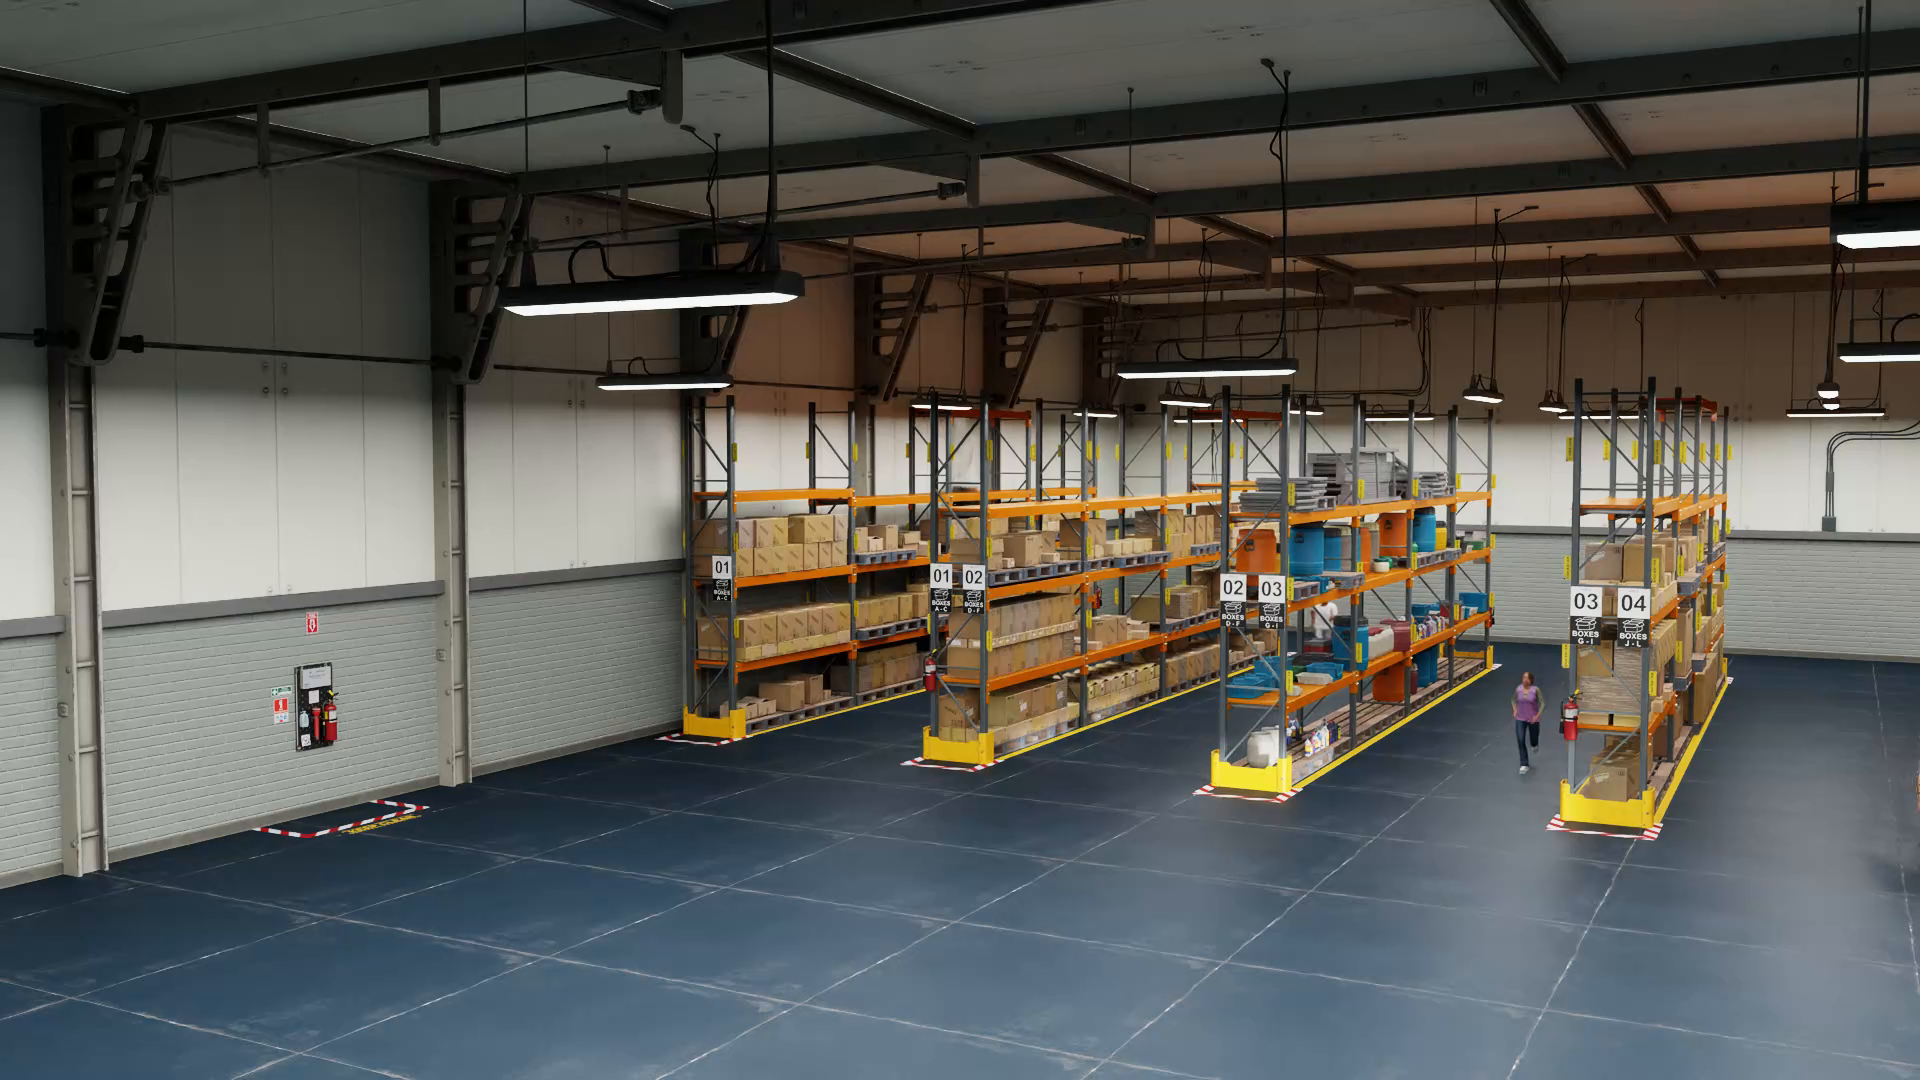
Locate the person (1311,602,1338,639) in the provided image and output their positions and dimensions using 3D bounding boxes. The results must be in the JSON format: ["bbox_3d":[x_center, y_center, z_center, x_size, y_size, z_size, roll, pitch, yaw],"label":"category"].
[{"bbox_3d":[8.543,2.073,39.011,0.636,1.788,0.943,1,3,13],"label":"person"}]

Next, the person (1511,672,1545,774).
[{"bbox_3d":[8.966,2.862,26.266,0.530,1.572,0.853,1,3,25],"label":"person"}]
